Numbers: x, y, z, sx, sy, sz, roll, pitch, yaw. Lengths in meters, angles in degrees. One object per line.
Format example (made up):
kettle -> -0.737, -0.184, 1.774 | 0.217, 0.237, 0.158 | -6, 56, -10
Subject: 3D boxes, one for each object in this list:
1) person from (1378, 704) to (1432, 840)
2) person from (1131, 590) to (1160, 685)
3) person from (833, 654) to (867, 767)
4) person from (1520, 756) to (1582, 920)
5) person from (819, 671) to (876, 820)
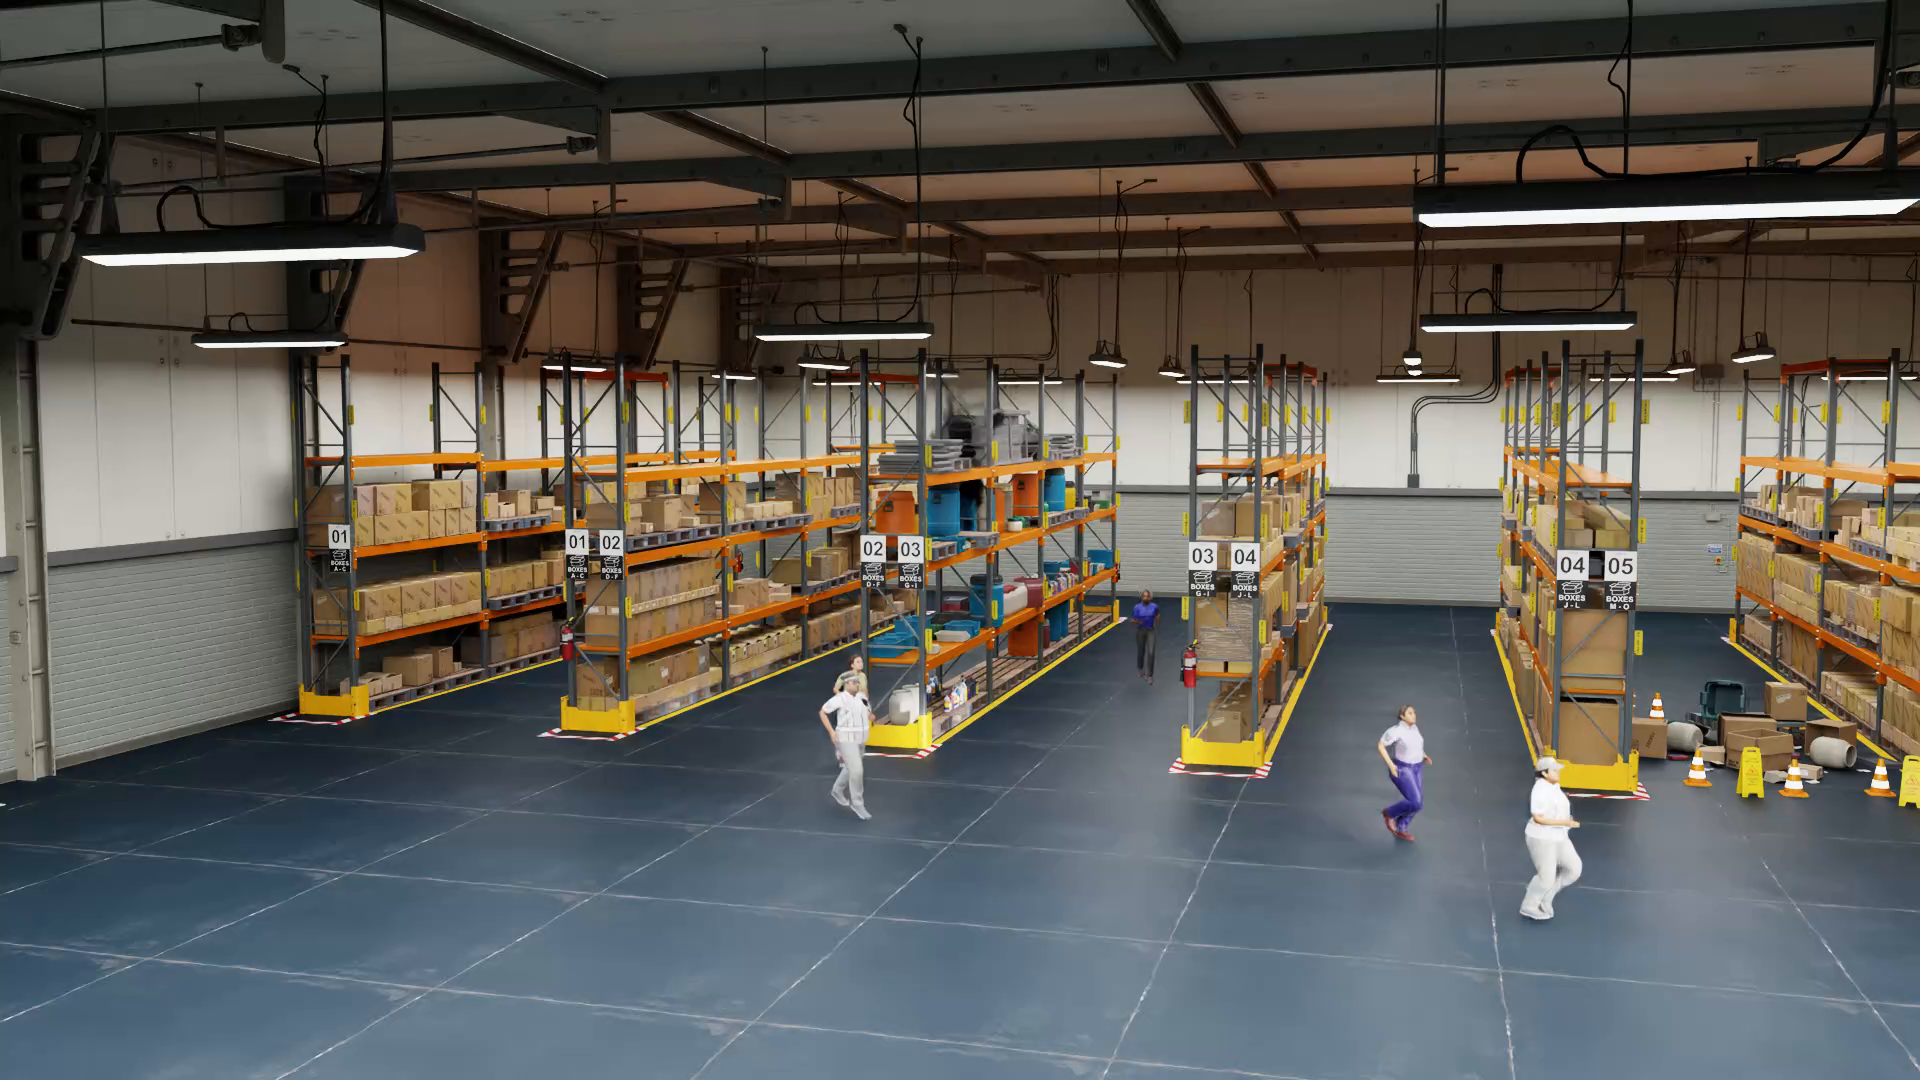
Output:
person -> 5.290, 2.739, 19.577 | 0.607, 1.607, 0.538 | -3, 5, -38
person -> 3.356, 1.727, 30.096 | 0.539, 1.675, 0.899 | 0, 4, 4
person -> -1.539, 2.431, 23.707 | 0.606, 1.622, 0.596 | -3, 5, -37
person -> 5.862, 2.952, 16.414 | 0.605, 1.634, 0.582 | 4, 6, 42
person -> -1.363, 2.547, 20.886 | 0.819, 1.839, 0.640 | 3, 5, 38
